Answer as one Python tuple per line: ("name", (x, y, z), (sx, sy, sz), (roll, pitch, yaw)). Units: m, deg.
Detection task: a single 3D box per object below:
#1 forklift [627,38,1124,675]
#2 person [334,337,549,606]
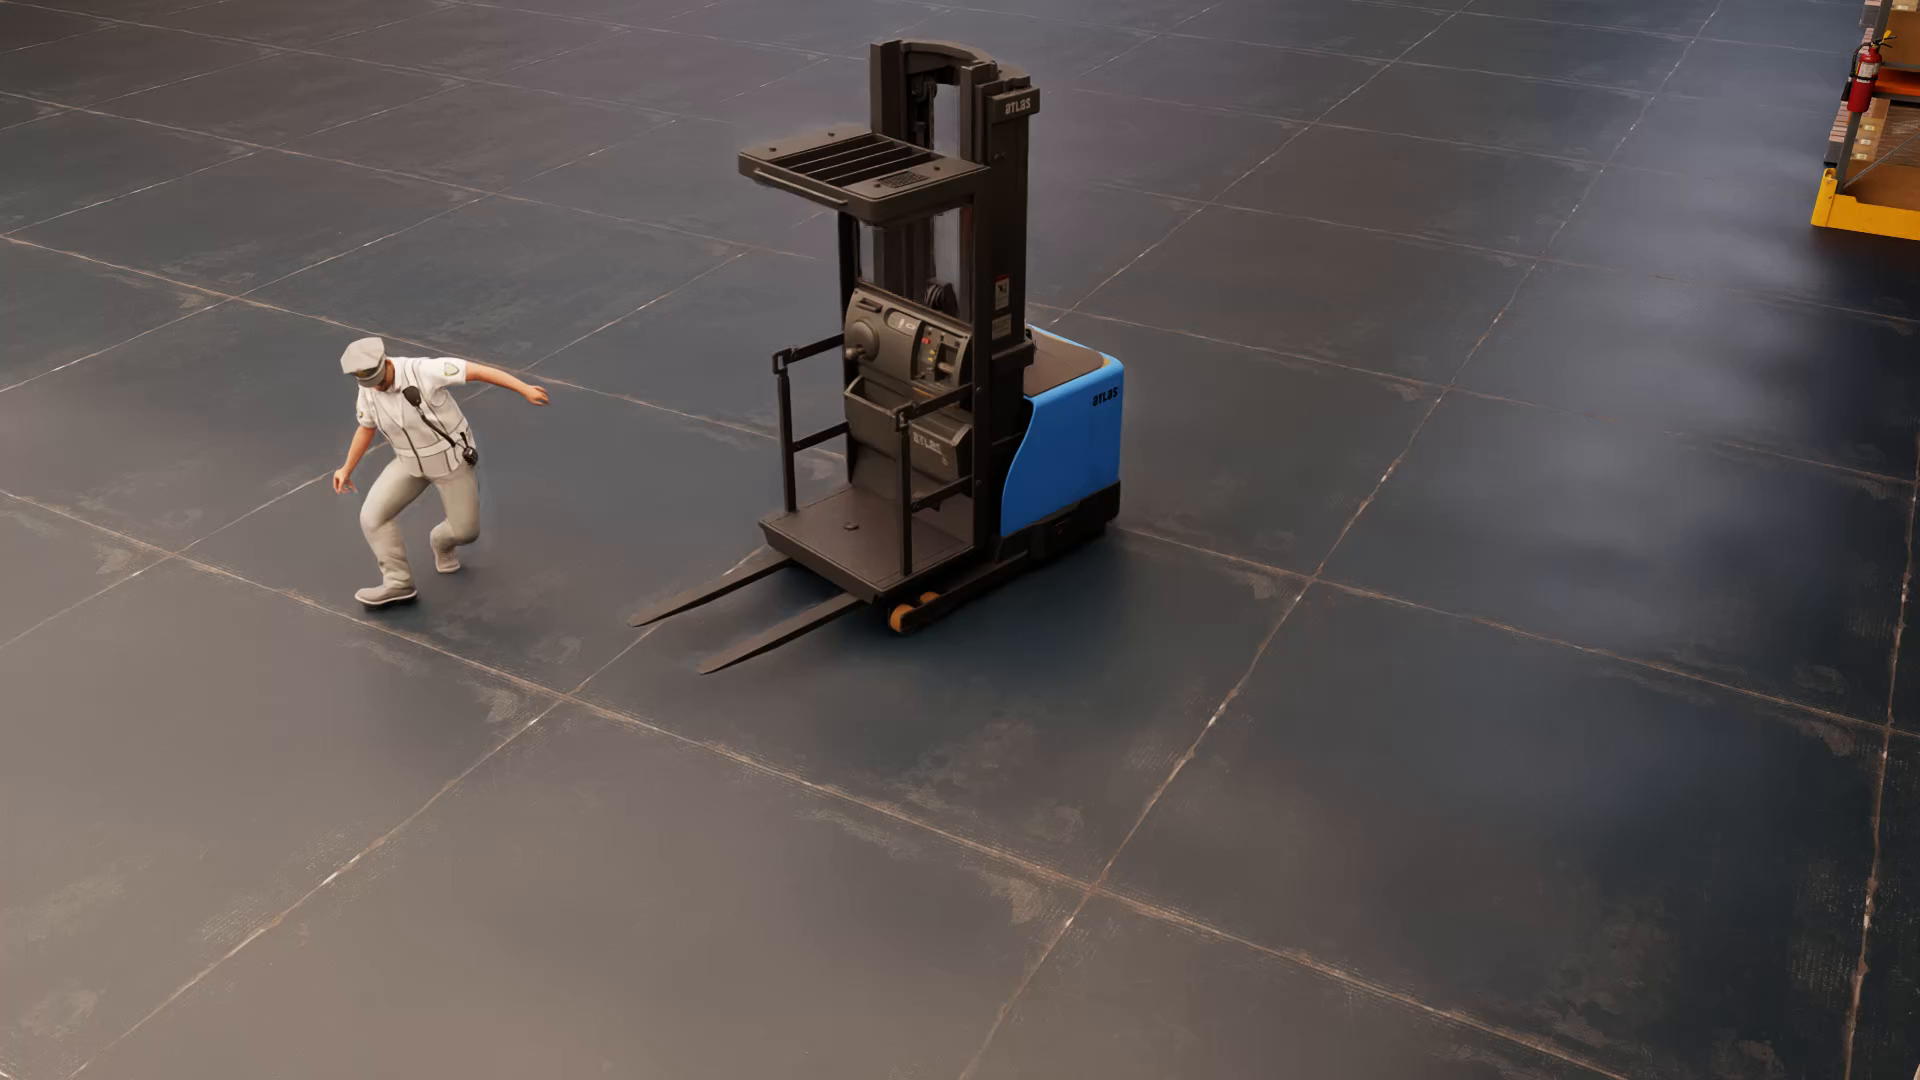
("forklift", (-0.442, -1.043, 8.879), (3.031, 2.935, 1.130), (-26, 39, -37))
("person", (-2.876, -0.417, 9.173), (1.210, 1.581, 0.693), (3, 30, 6))
